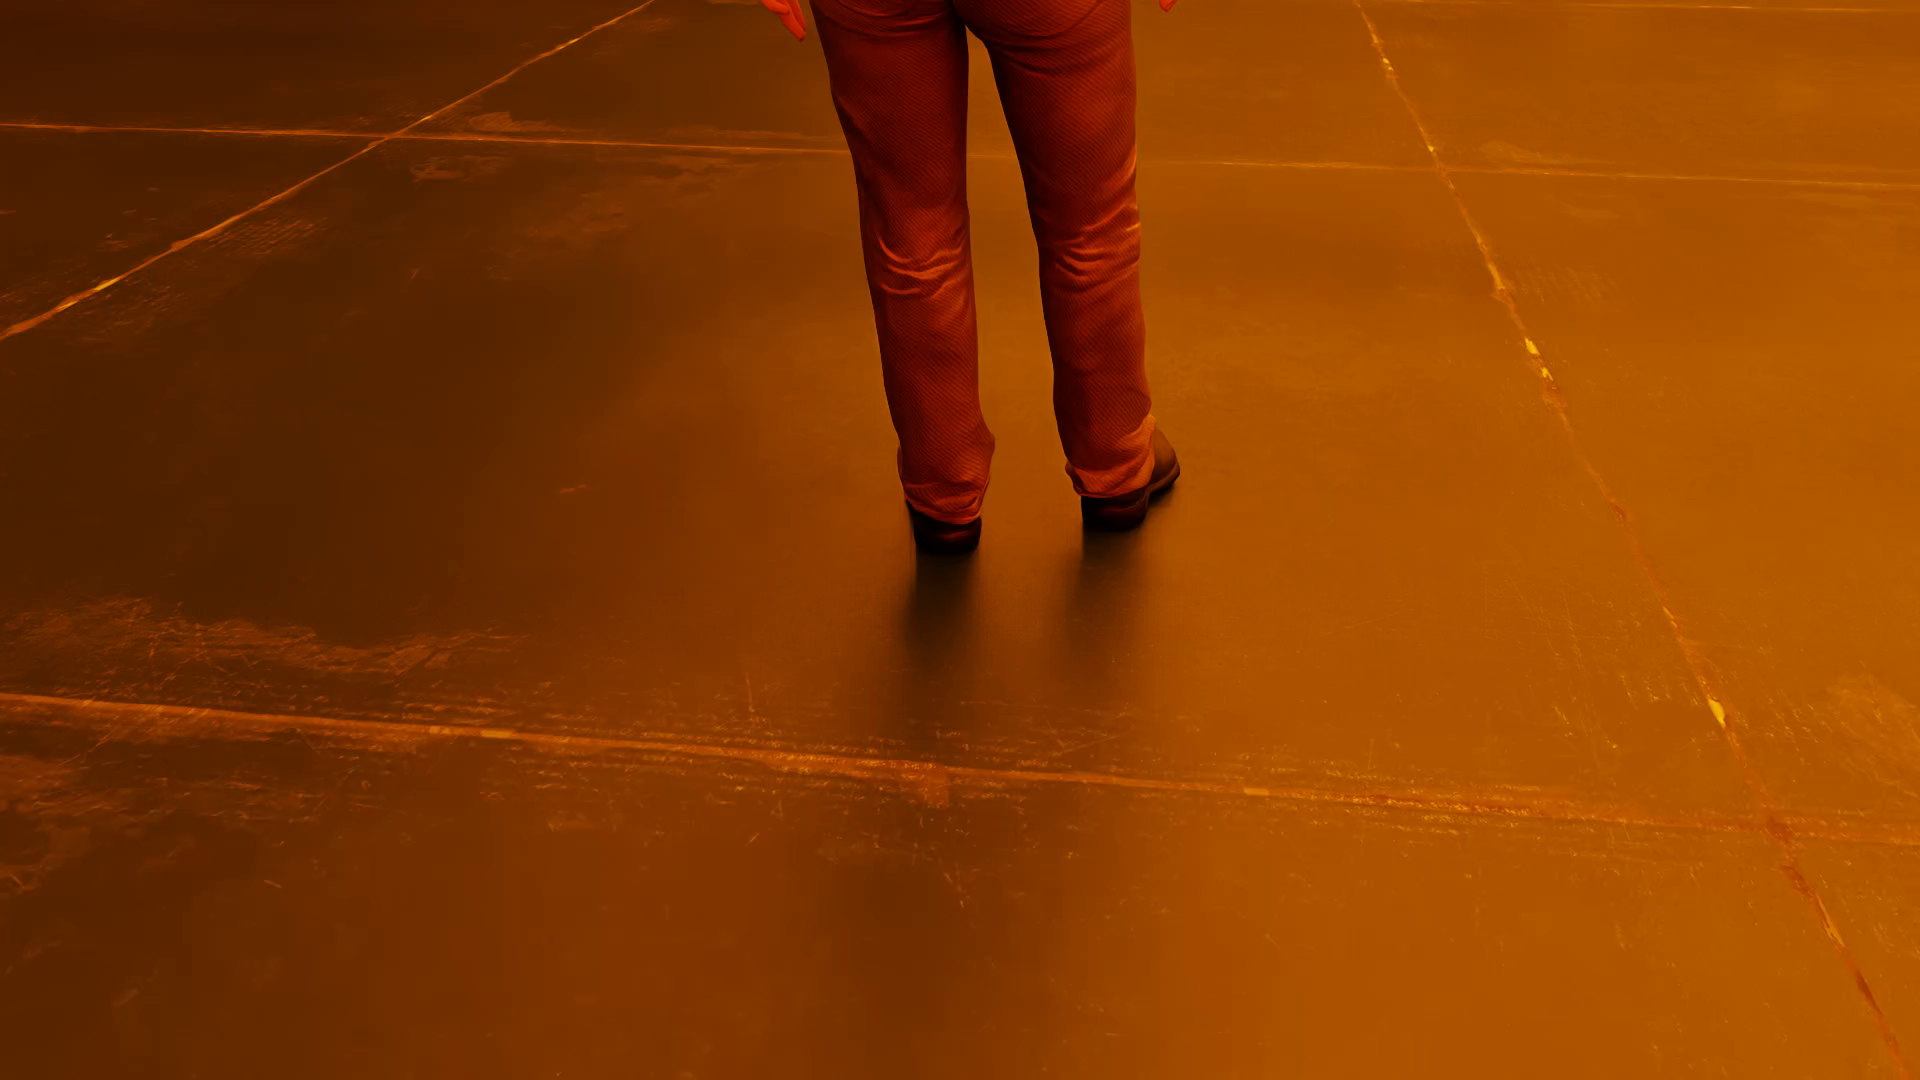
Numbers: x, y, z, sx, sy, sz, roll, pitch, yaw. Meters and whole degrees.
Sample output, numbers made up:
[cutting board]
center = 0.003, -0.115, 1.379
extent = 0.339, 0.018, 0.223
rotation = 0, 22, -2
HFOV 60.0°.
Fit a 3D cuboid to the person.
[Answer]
[person]
center = 0.016, -0.804, 2.166
extent = 0.632, 1.720, 0.568
rotation = 3, 27, 7
